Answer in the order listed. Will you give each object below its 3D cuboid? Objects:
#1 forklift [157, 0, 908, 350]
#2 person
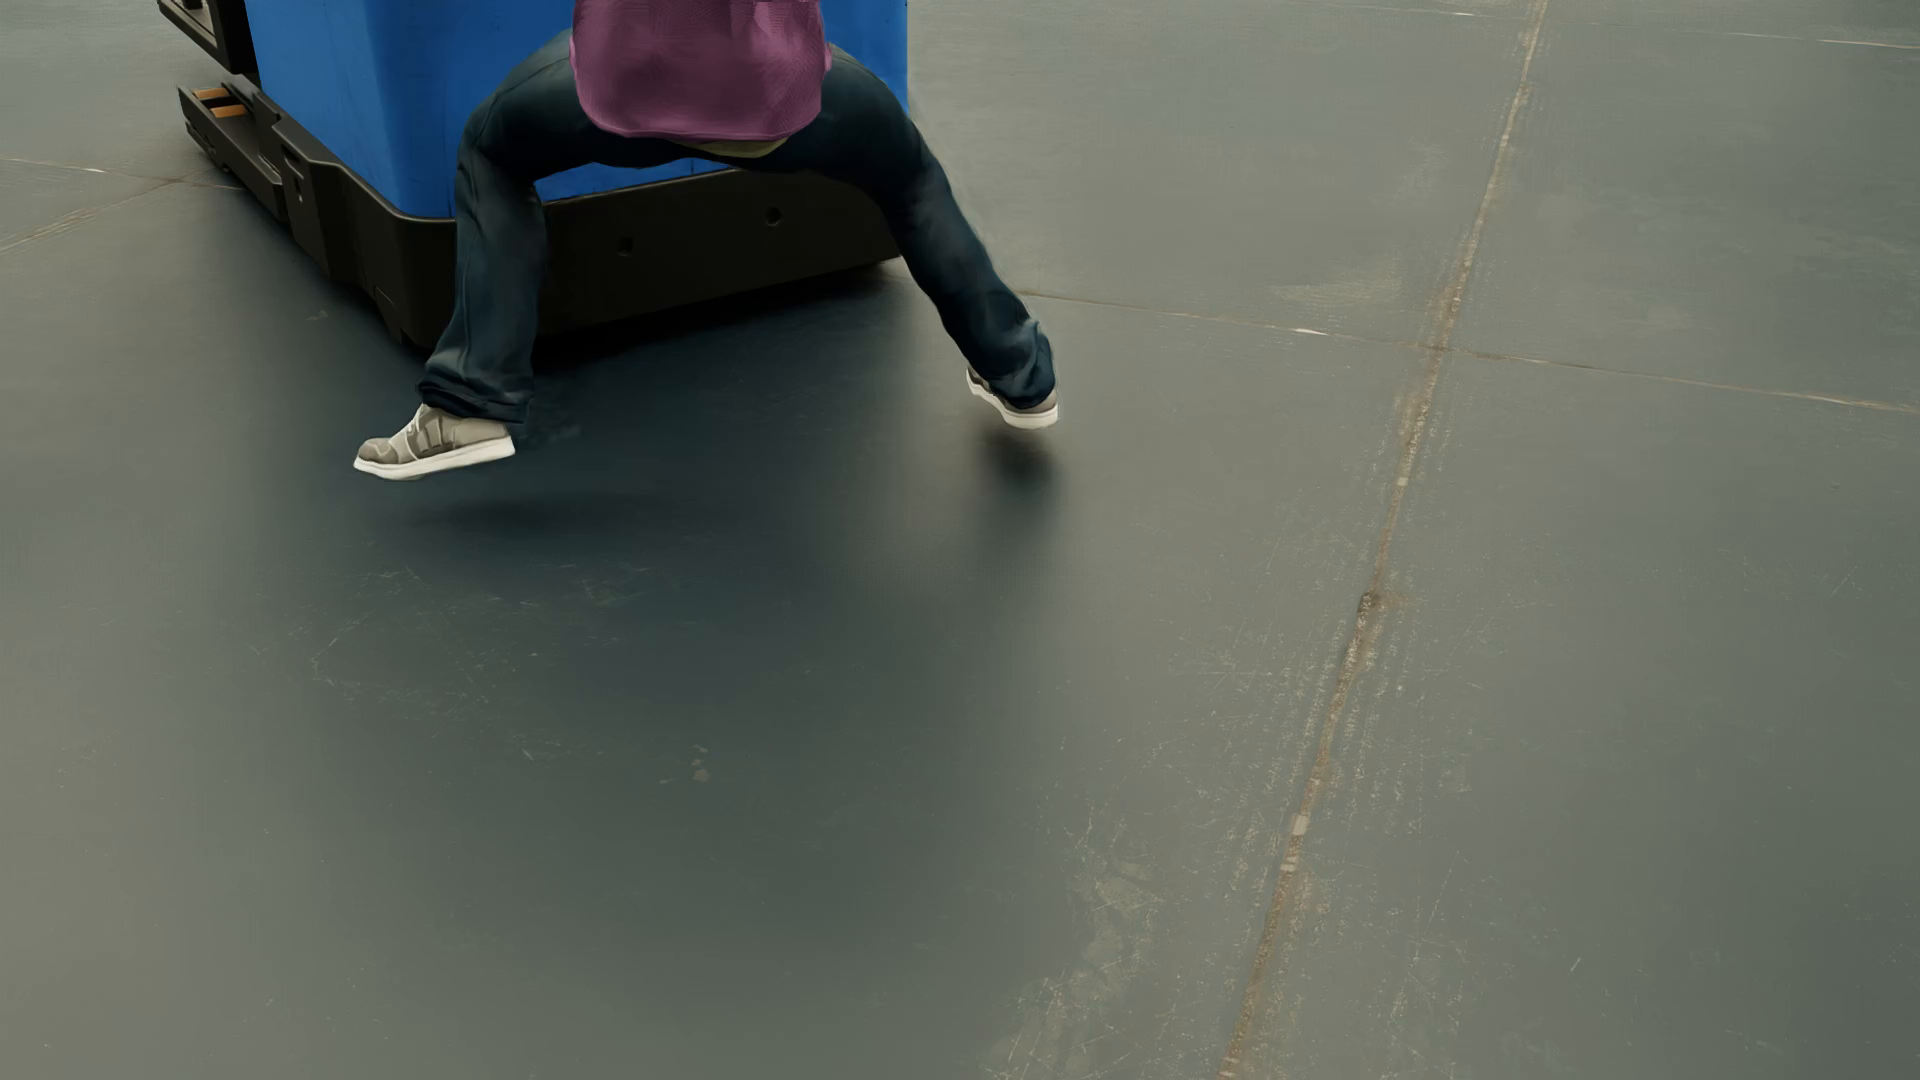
[{"bbox_3d":[-1.317,-2.290,3.568,1.130,2.935,3.031,-18,34,-29],"label":"forklift"},{"bbox_3d":[-0.378,-0.750,2.341,1.083,1.379,0.600,0,30,-1],"label":"person"}]
